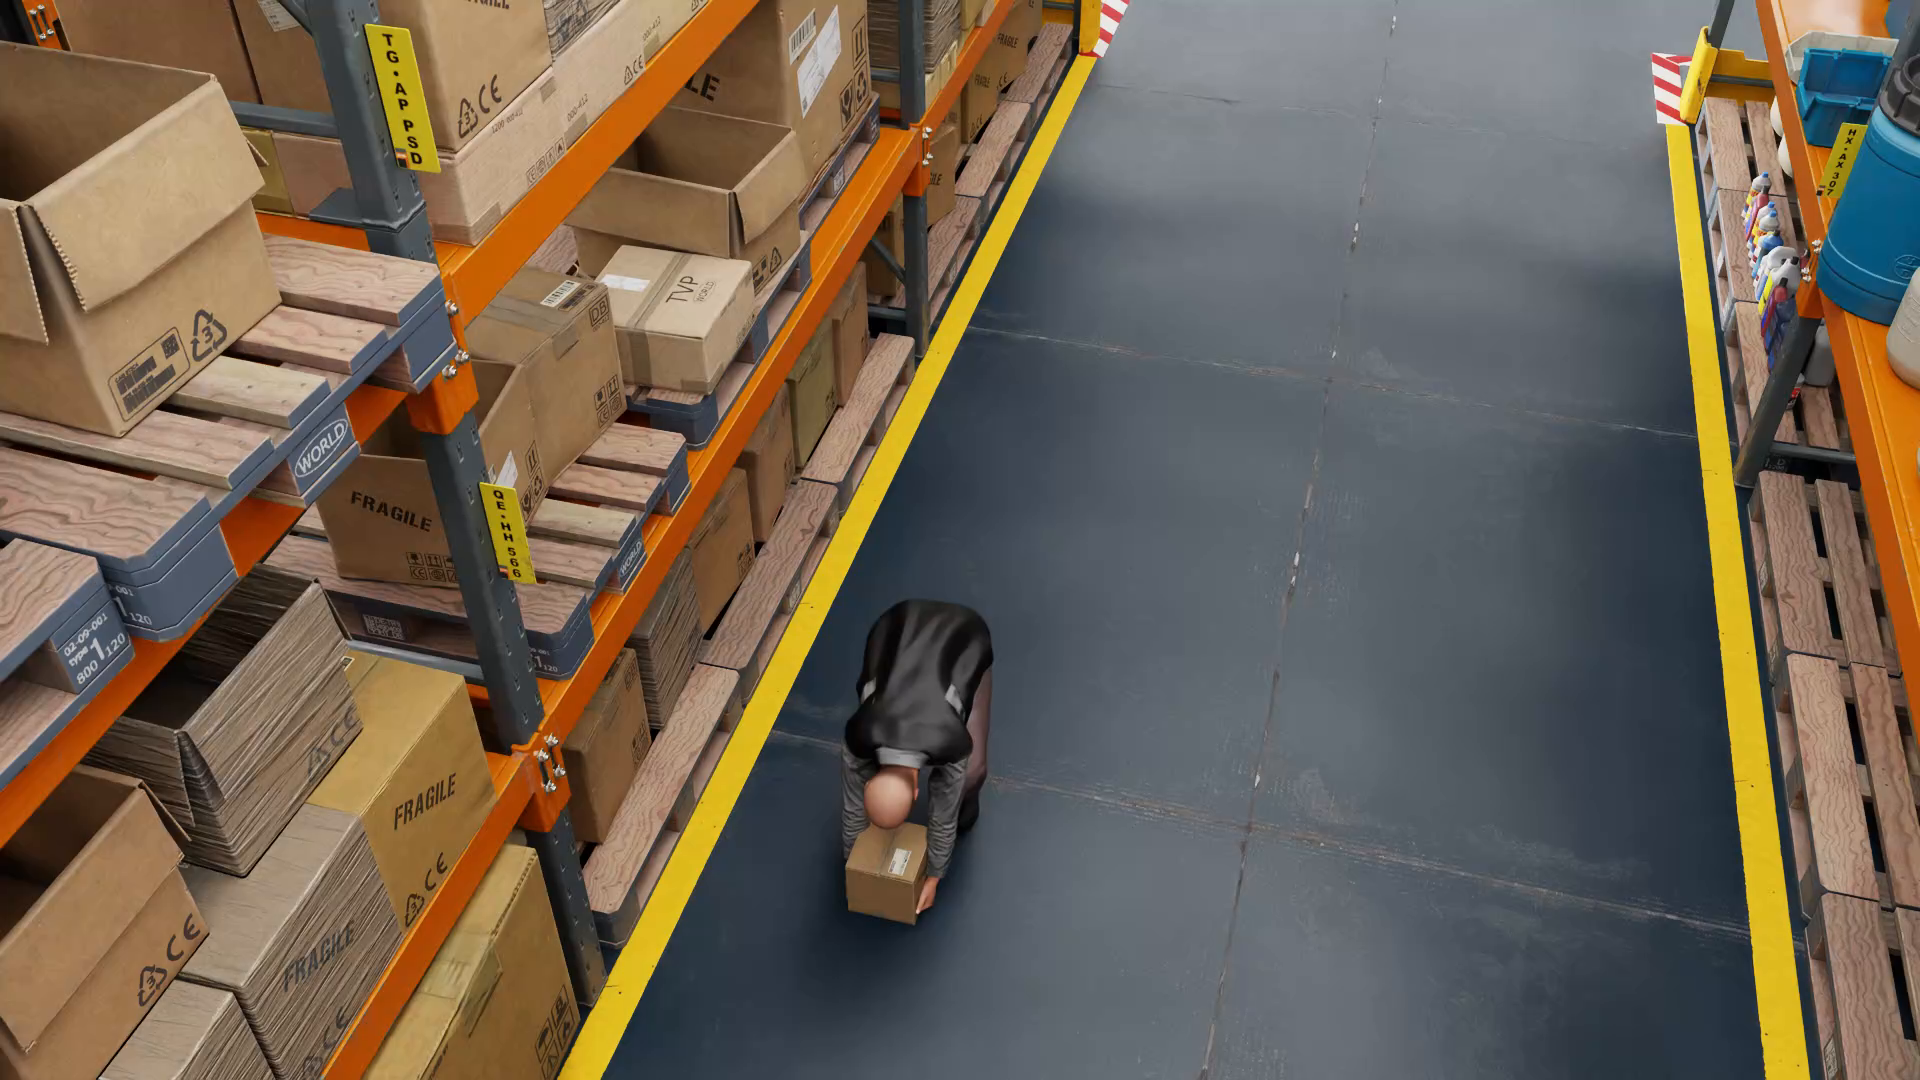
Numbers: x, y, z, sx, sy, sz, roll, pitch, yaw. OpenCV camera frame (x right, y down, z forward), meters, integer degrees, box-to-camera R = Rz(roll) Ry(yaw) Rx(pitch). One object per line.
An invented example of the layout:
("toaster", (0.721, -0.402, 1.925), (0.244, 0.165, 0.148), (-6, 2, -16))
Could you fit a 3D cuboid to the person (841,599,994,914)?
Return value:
("person", (-0.148, 0.757, 5.965), (0.512, 0.884, 0.952), (9, 41, 10))
